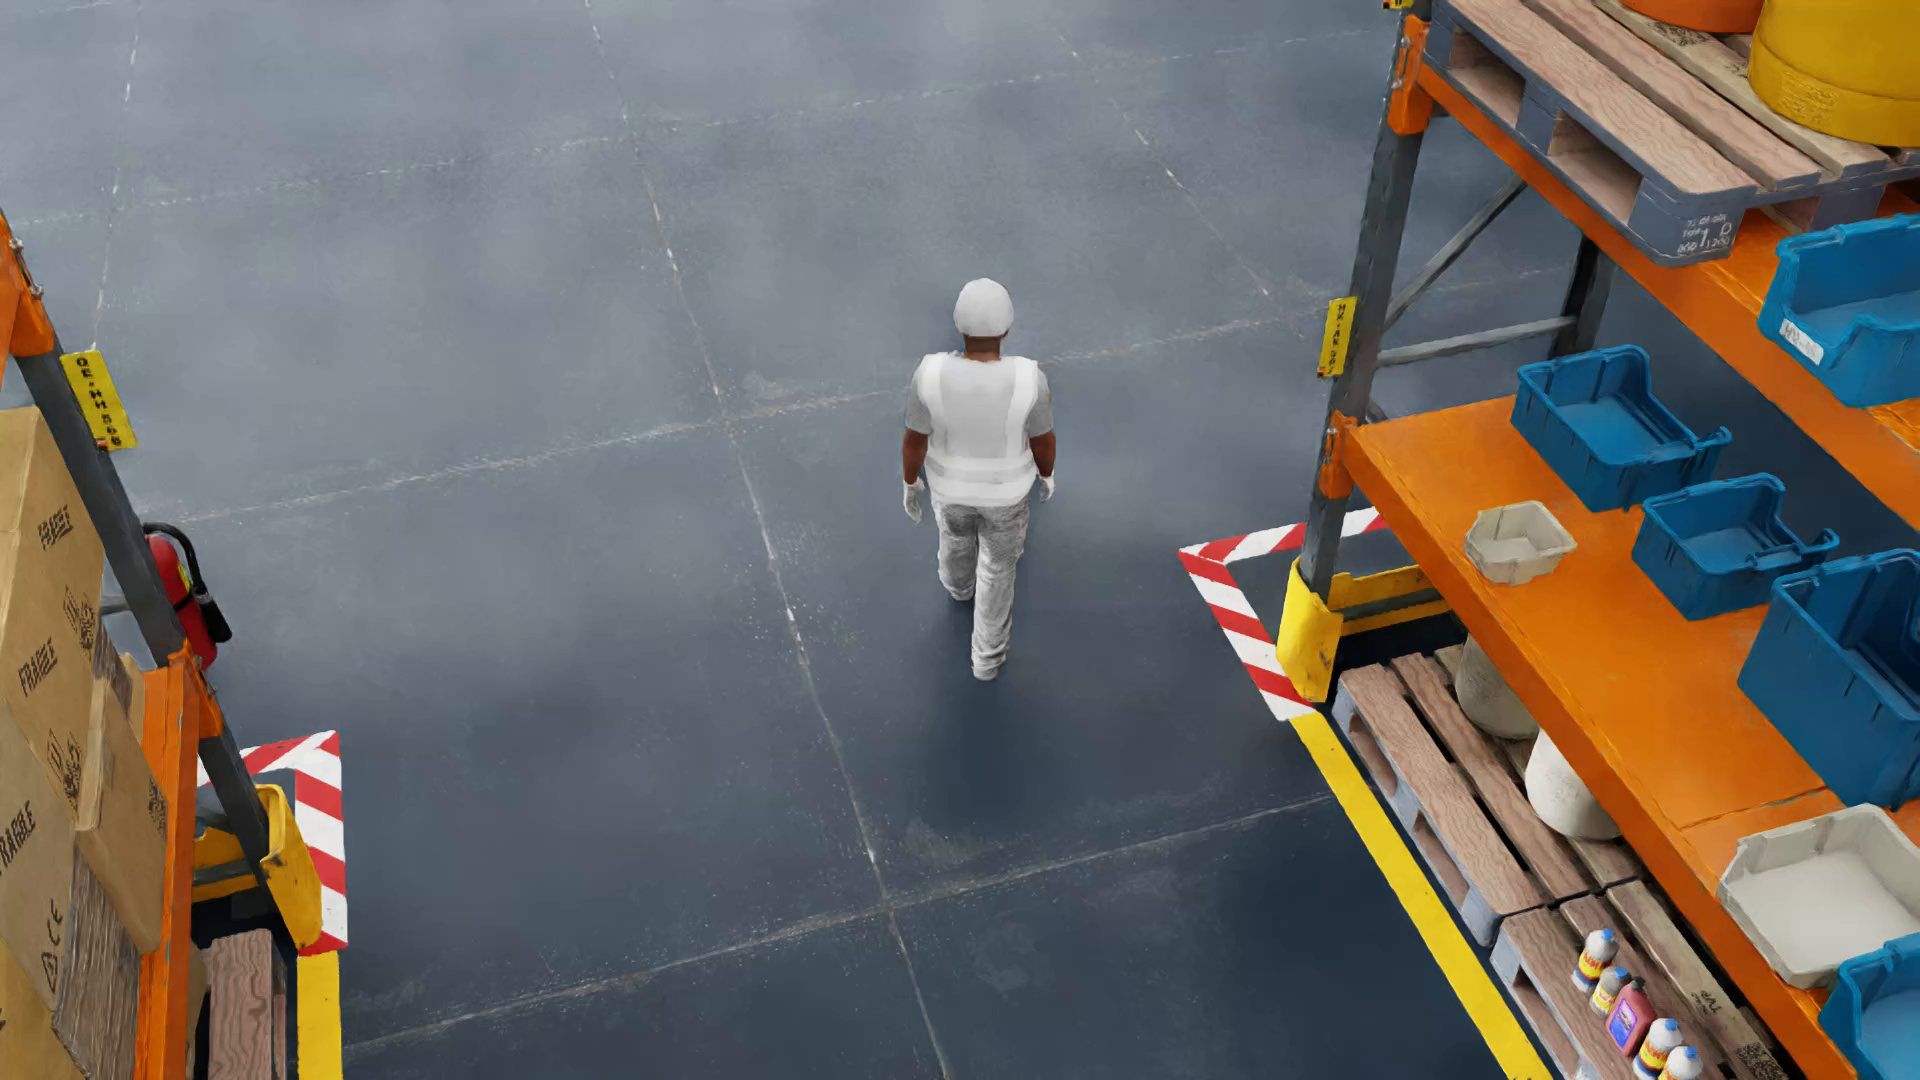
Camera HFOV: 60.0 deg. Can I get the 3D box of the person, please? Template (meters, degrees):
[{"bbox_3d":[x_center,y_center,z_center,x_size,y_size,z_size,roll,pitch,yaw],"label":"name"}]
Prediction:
[{"bbox_3d":[0.097,-0.330,6.494,0.572,1.770,0.745,6,42,6],"label":"person"}]
